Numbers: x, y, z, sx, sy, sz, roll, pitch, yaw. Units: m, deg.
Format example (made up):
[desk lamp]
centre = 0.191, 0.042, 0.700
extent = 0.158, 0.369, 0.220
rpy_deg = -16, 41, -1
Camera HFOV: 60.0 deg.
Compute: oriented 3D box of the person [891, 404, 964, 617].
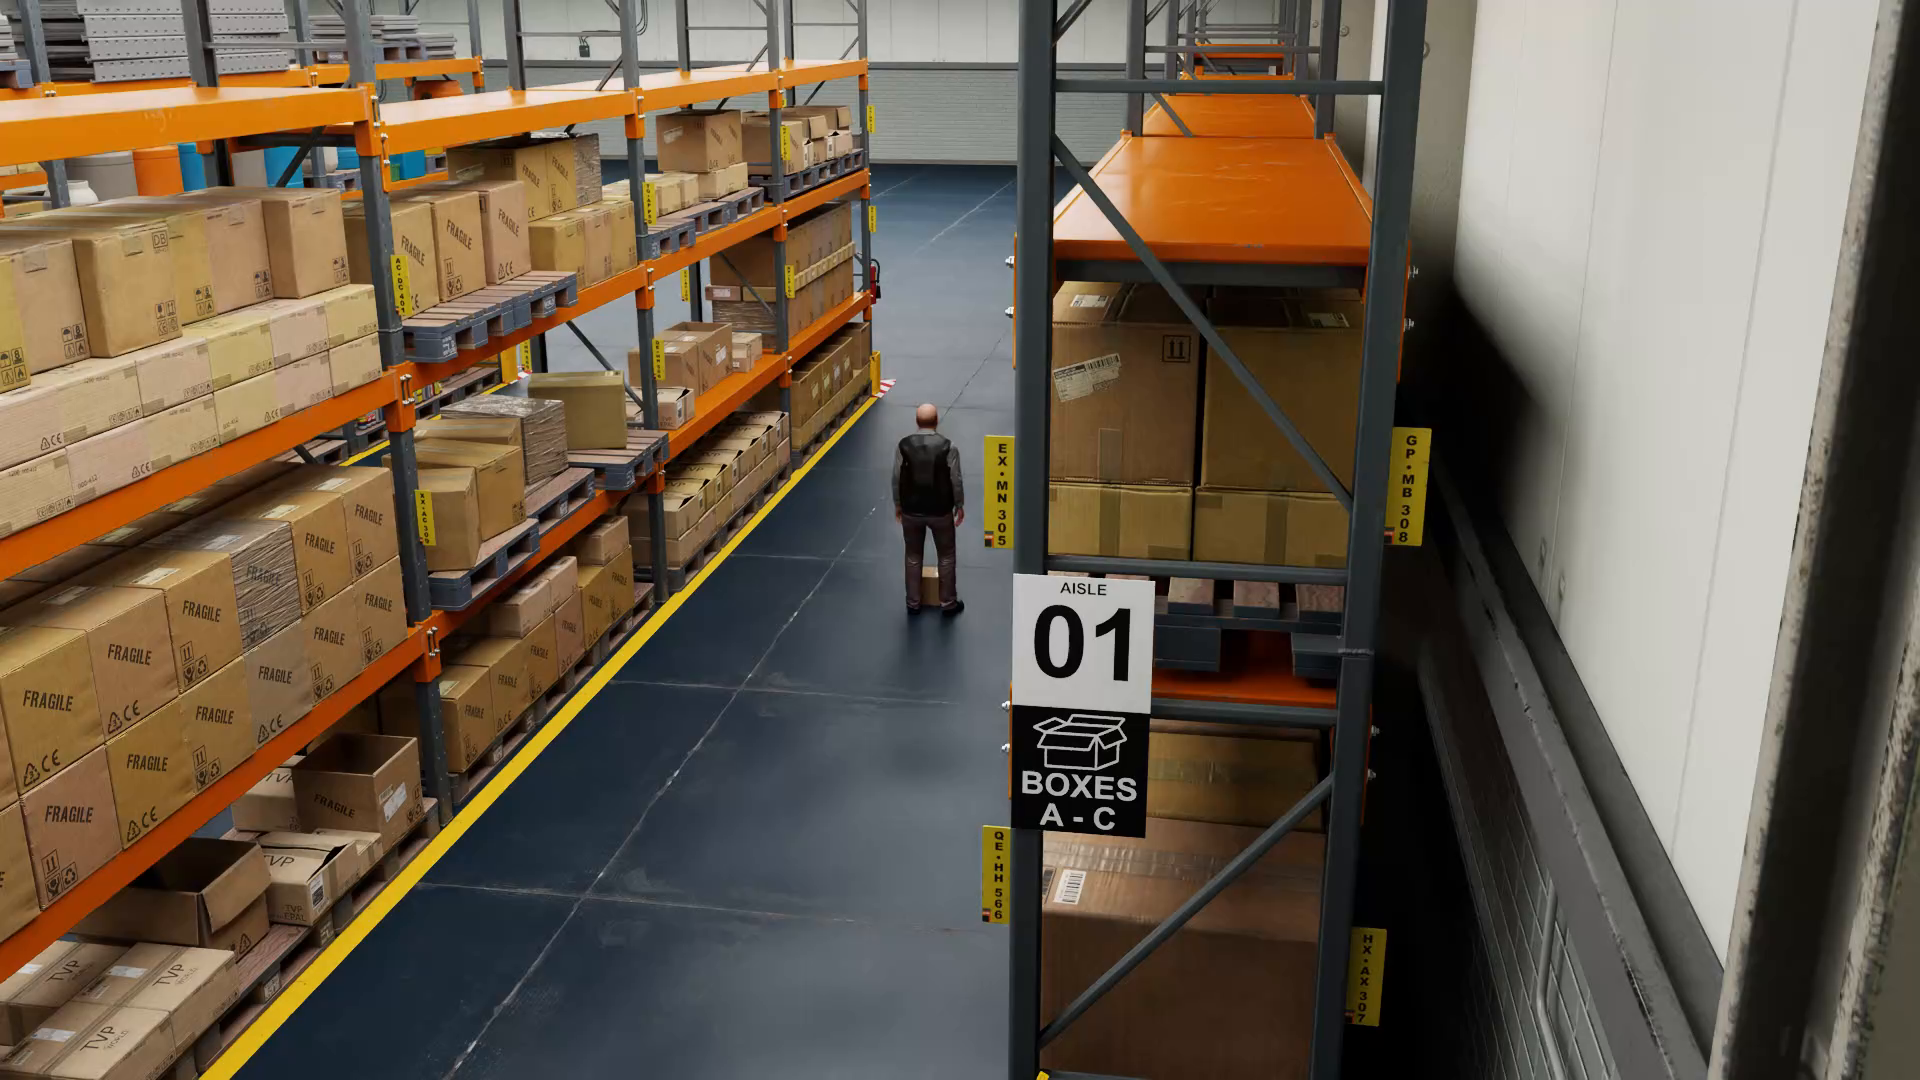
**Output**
[person]
centre = -0.256, -0.231, 13.312
extent = 0.581, 1.721, 0.419
rpy_deg = 3, 18, 9
